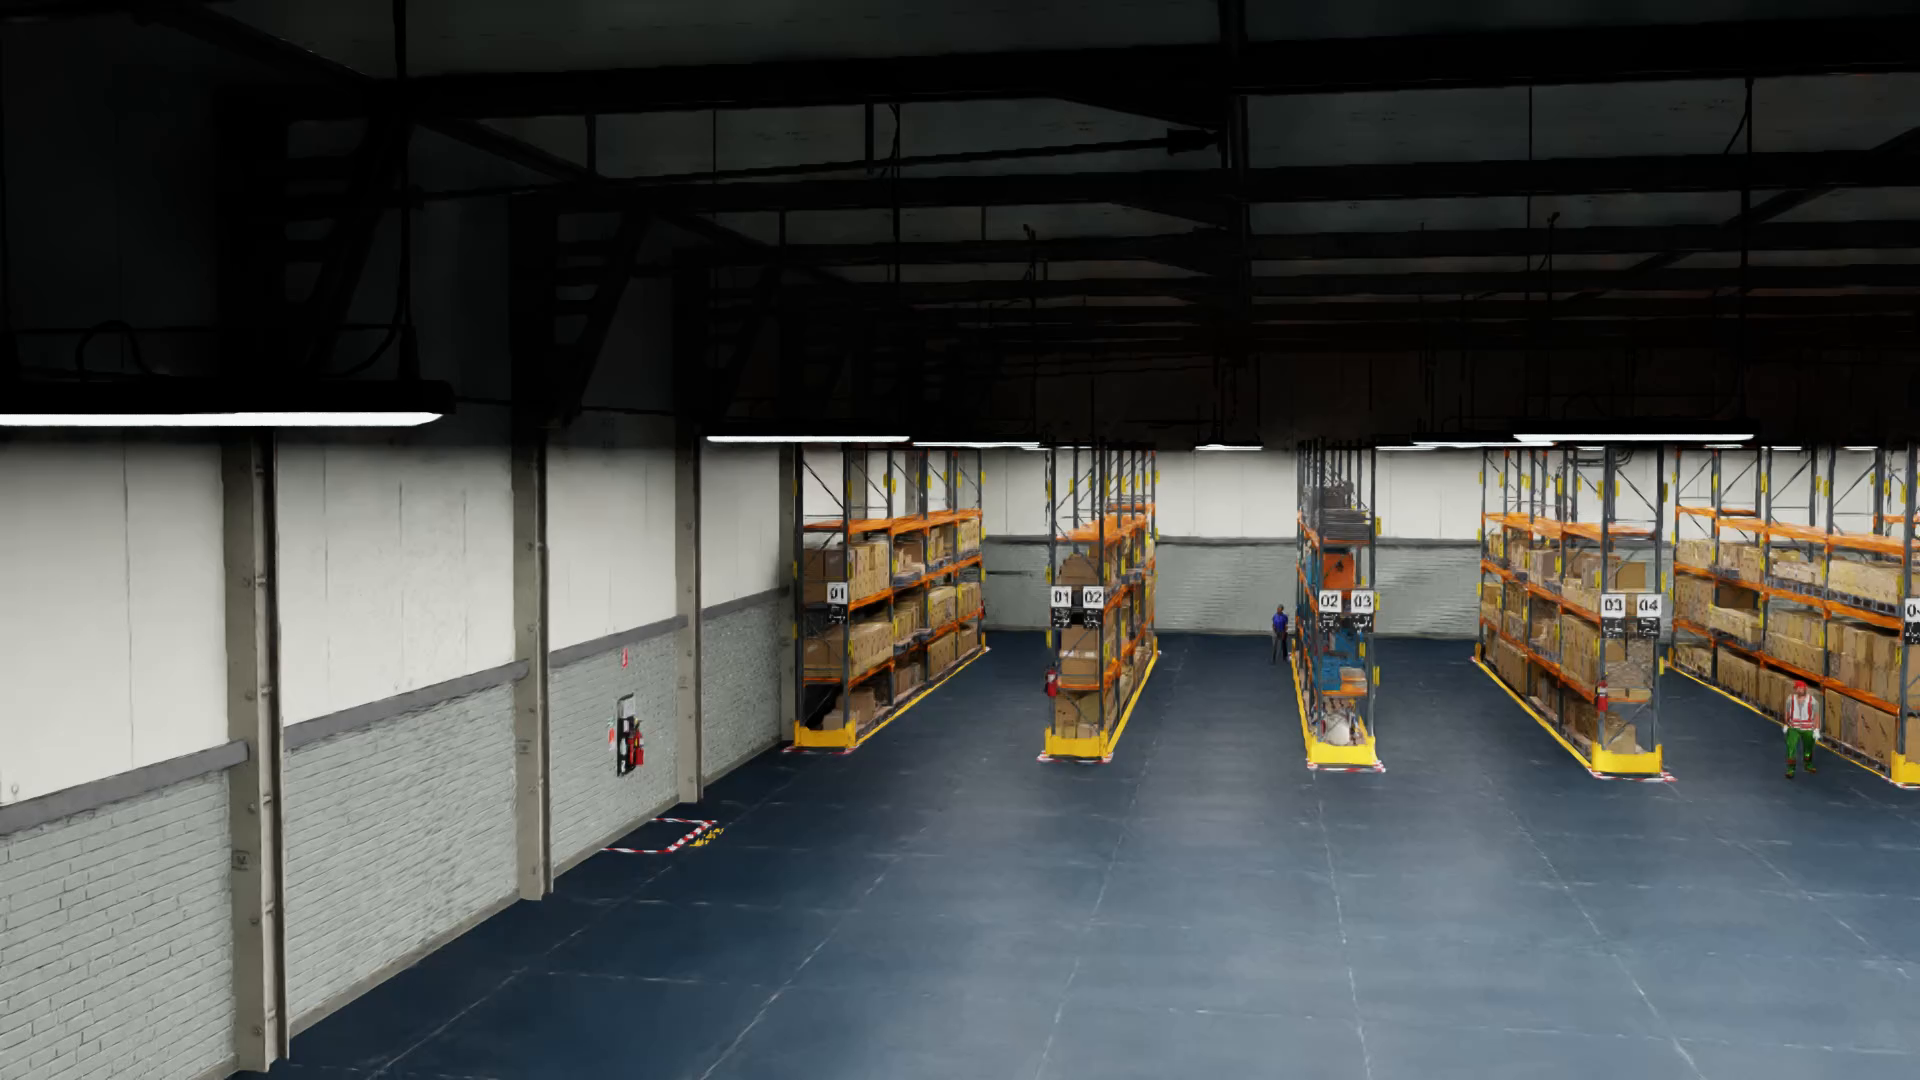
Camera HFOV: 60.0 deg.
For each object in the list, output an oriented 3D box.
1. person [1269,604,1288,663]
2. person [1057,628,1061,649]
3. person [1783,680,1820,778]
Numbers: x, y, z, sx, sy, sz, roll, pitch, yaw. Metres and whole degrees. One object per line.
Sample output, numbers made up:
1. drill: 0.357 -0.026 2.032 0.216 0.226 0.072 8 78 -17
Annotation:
1. person: 8.681 2.527 45.118 0.443 1.585 1.002 1 3 19
2. person: 3.077 2.394 48.070 0.625 1.593 0.517 0 3 8
3. person: 14.830 3.312 29.304 0.596 1.735 0.987 2 3 30
